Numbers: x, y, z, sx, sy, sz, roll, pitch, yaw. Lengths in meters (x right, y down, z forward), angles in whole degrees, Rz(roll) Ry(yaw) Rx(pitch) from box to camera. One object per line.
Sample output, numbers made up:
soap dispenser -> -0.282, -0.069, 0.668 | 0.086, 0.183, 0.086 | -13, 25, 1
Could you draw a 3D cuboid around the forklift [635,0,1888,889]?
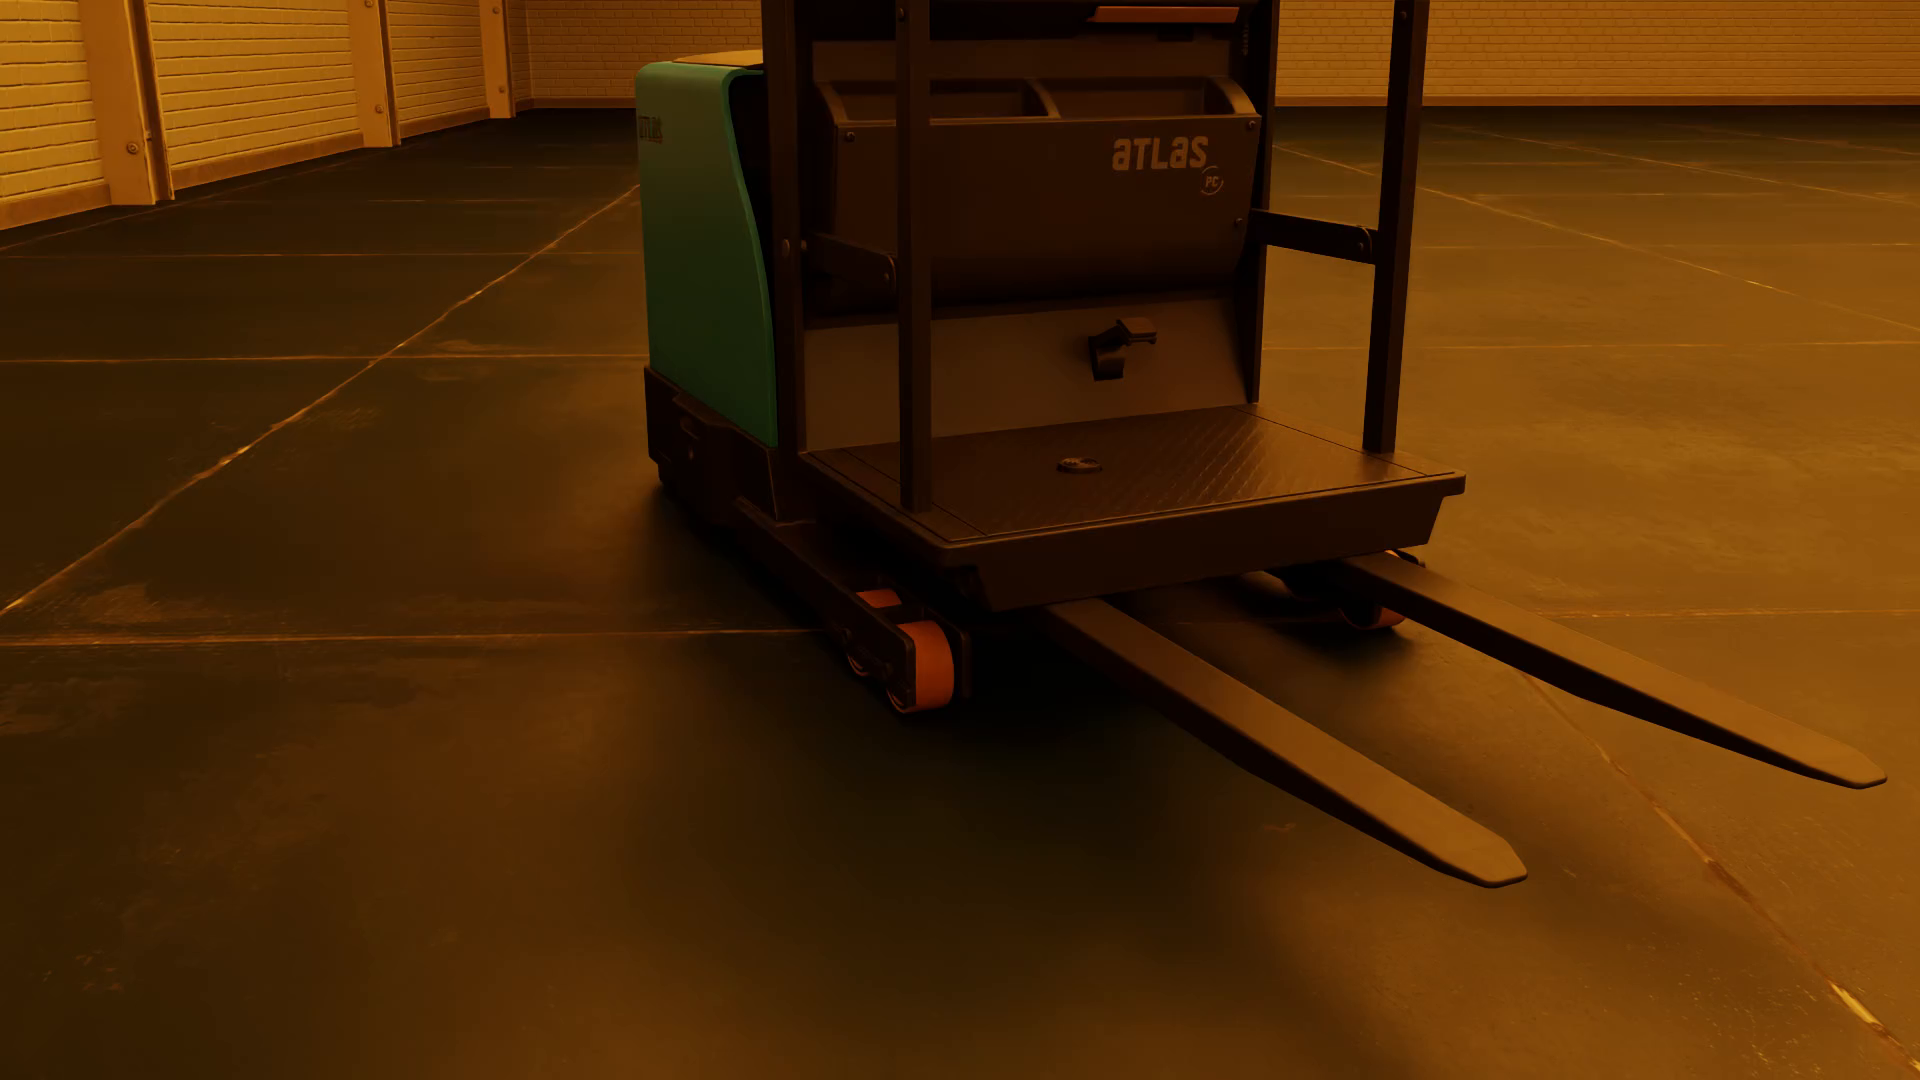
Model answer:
forklift -> 0.258, -1.240, 2.962 | 1.130, 2.935, 3.031 | -8, 19, -24
